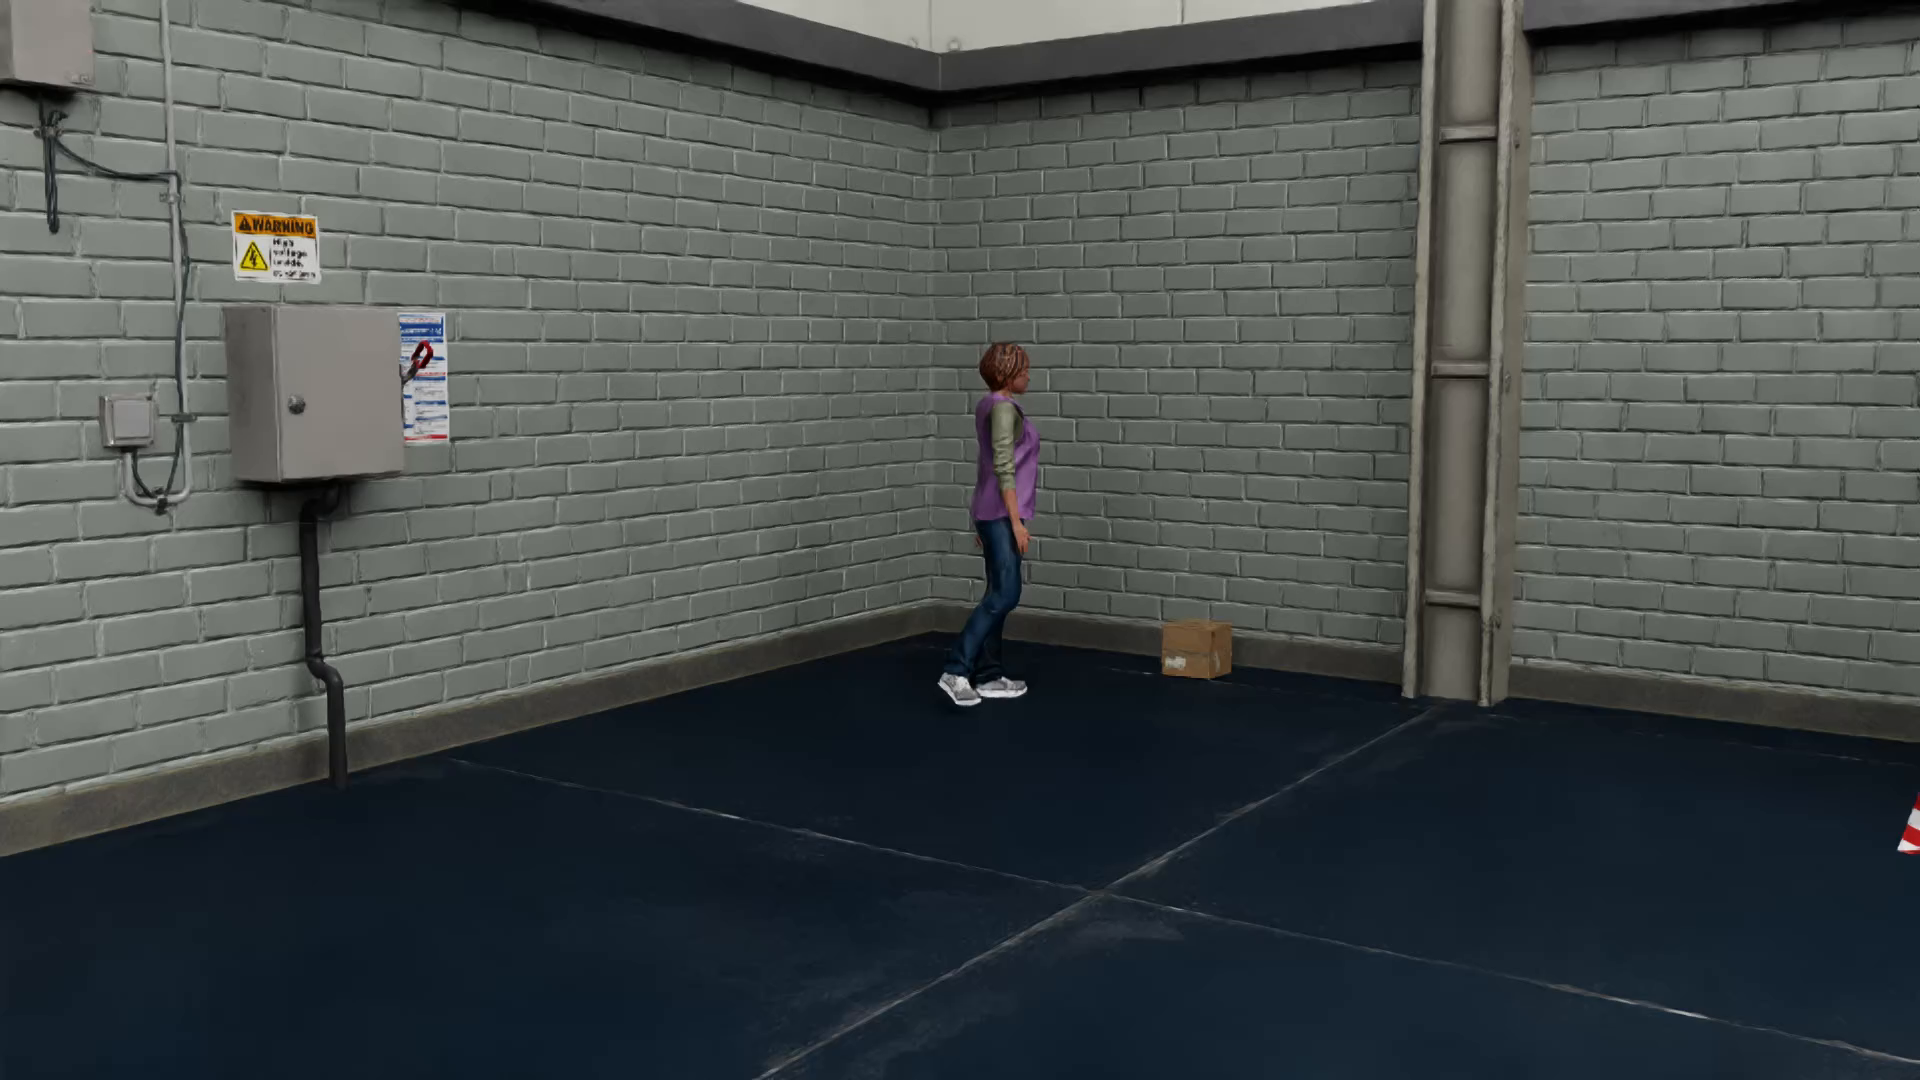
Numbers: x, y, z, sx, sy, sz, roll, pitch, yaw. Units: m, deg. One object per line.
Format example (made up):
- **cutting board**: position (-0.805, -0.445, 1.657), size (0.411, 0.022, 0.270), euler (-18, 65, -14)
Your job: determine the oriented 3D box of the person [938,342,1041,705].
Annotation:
- **person**: position (0.127, -0.009, 7.281), size (0.458, 1.476, 0.601), euler (0, 7, -4)
